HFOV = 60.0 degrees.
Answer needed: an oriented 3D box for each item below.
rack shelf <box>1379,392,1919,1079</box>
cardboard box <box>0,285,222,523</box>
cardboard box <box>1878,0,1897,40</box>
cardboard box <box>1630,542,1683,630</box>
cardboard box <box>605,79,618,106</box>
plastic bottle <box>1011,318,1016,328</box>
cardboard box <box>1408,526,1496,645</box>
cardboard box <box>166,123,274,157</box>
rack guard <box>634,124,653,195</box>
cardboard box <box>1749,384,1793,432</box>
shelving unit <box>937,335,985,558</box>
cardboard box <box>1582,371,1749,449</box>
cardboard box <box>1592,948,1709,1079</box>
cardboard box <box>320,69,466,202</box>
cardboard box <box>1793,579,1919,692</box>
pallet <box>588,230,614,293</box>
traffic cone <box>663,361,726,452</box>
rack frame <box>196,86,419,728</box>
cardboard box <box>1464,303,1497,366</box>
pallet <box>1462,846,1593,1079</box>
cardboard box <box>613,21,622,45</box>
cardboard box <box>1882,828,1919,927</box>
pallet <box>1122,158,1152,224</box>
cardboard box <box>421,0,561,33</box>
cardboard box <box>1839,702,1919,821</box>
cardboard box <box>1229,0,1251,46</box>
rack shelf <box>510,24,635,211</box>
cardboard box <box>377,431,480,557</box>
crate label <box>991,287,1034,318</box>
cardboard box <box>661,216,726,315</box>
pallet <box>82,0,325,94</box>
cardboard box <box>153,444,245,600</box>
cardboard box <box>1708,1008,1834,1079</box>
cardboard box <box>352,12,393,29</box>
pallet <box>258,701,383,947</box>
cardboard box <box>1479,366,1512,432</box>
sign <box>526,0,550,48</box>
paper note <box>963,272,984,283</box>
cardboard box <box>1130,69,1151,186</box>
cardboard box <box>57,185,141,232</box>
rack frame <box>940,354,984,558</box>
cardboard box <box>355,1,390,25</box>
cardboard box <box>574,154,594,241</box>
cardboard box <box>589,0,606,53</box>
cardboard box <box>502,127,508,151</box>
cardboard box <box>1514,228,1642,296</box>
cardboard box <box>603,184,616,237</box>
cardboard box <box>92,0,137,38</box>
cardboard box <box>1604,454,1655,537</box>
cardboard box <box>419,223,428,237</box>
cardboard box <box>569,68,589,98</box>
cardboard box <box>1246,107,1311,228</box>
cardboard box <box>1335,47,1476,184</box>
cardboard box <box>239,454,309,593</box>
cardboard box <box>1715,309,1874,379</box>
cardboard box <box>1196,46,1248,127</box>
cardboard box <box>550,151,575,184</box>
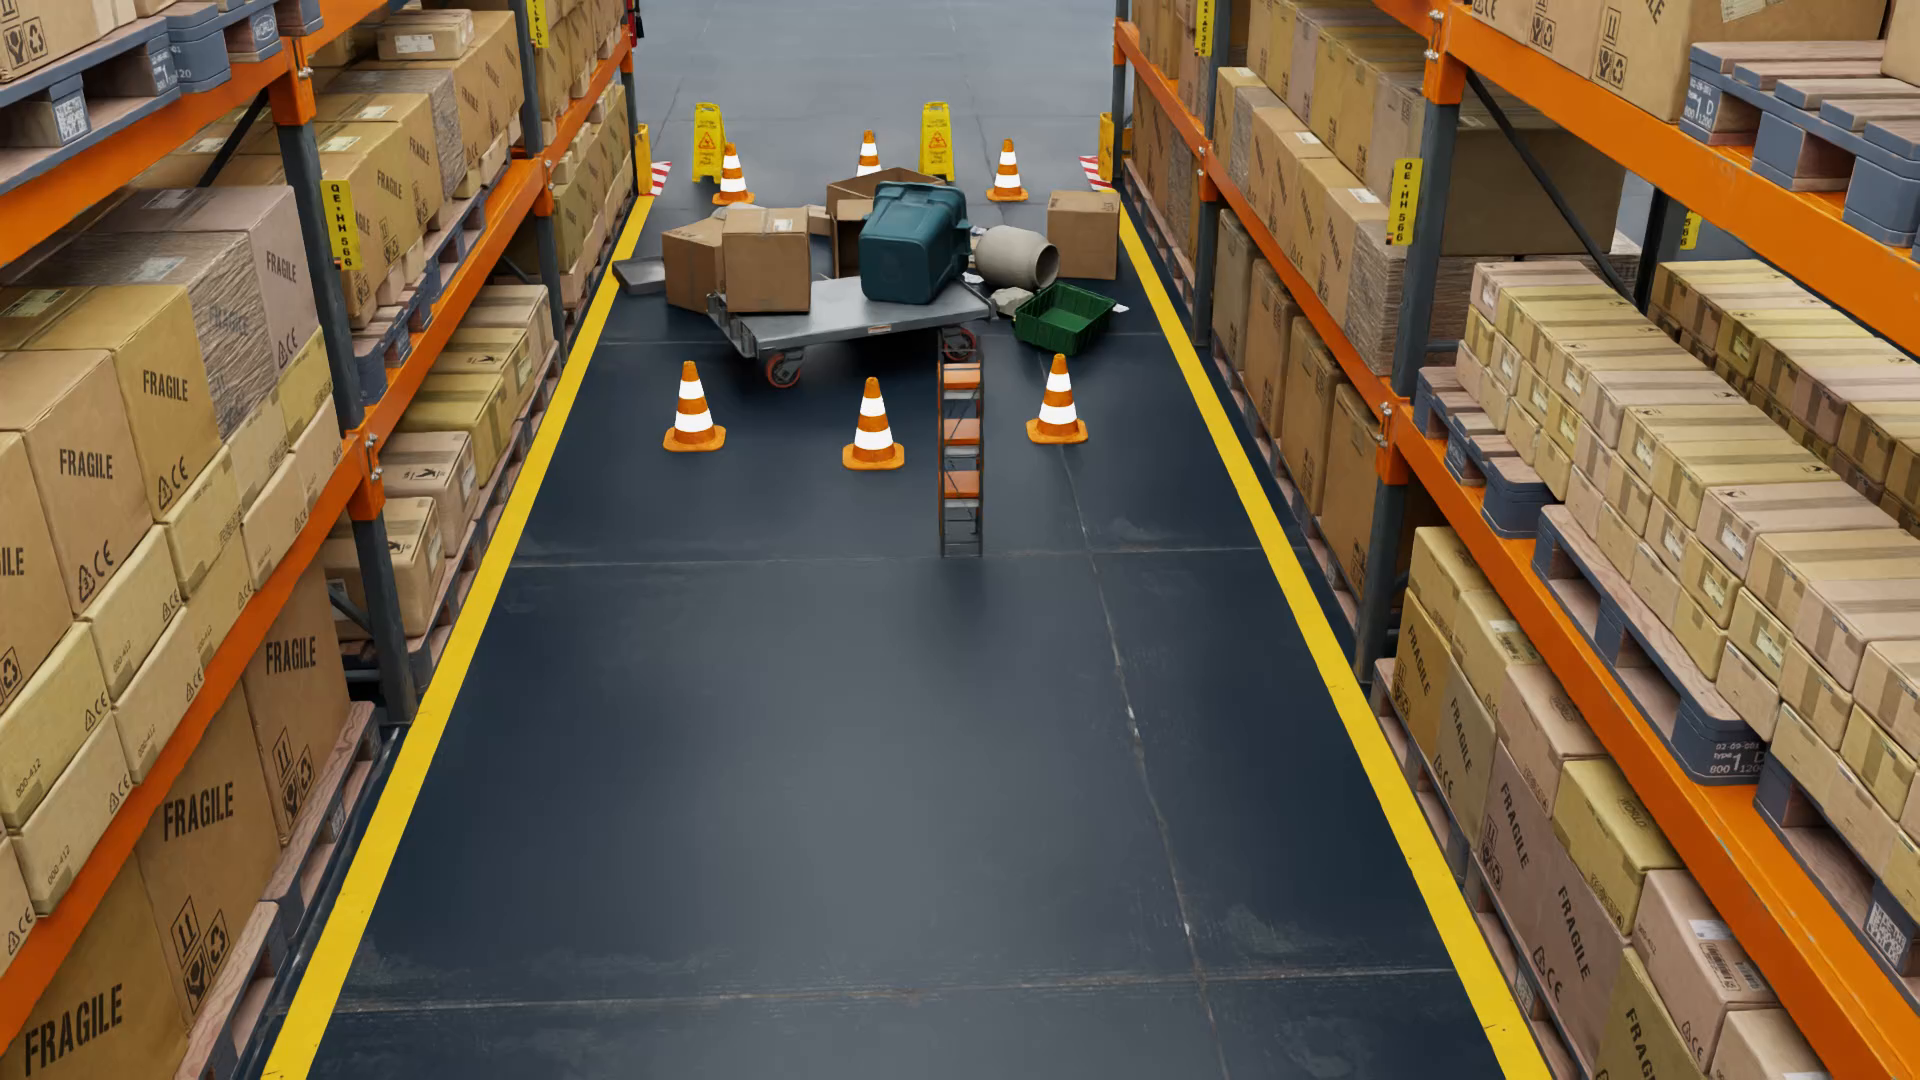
[{"bbox_3d":[2.300,0.492,4.842,1.077,0.370,4.000,-1,28,-3],"label":"rack shelf"},{"bbox_3d":[-2.400,-0.374,4.534,0.500,0.500,0.500,-1,28,-3],"label":"cardboard box"},{"bbox_3d":[2.541,-1.406,4.350,0.500,0.500,0.500,-1,28,-3],"label":"cardboard box"},{"bbox_3d":[2.101,0.118,4.597,0.380,0.149,0.250,-2,28,-4],"label":"cardboard box"},{"bbox_3d":[-2.771,-3.335,12.407,0.380,0.149,0.250,-1,28,-1],"label":"cardboard box"},{"bbox_3d":[0.466,-1.386,10.842,0.133,0.061,0.283,-17,32,-29],"label":"plastic bottle"},{"bbox_3d":[1.990,0.163,6.132,0.500,0.250,0.500,-3,28,-5],"label":"cardboard box"},{"bbox_3d":[-3.081,-1.389,6.785,0.500,0.500,0.500,-2,28,-3],"label":"cardboard box"},{"bbox_3d":[-3.156,-3.136,13.722,1.175,0.500,0.348,-1,28,-3],"label":"rack guard"},{"bbox_3d":[2.721,-0.380,5.231,0.380,0.149,0.250,-1,28,-3],"label":"cardboard box"},{"bbox_3d":[0.003,-0.441,7.960,0.215,1.050,0.252,-1,28,-3],"label":"shelving unit"},{"bbox_3d":[2.081,-0.387,4.922,0.380,0.149,0.250,0,28,0],"label":"cardboard box"},{"bbox_3d":[2.088,1.446,4.483,0.500,0.500,0.500,-2,28,-4],"label":"cardboard box"},{"bbox_3d":[-2.621,-1.877,7.722,0.500,0.500,0.500,-2,28,-5],"label":"cardboard box"},{"bbox_3d":[2.149,0.212,3.773,0.380,0.149,0.250,-1,28,-3],"label":"cardboard box"},{"bbox_3d":[-3.088,-2.070,11.990,1.003,0.211,1.213,-1,28,-3],"label":"pallet"},{"bbox_3d":[-1.488,-0.768,9.223,0.336,0.463,0.334,-1,28,-3],"label":"traffic cone"},{"bbox_3d":[-2.742,-0.585,6.128,1.000,3.000,0.127,-1,28,-3],"label":"rack frame"},{"bbox_3d":[2.021,-0.730,5.901,0.380,0.149,0.250,0,28,0],"label":"cardboard box"},{"bbox_3d":[2.296,1.408,5.321,1.003,0.211,1.213,-1,28,-3],"label":"pallet"},{"bbox_3d":[-2.803,-3.886,12.729,0.380,0.149,0.250,-2,28,-3],"label":"cardboard box"},{"bbox_3d":[2.172,0.723,3.438,0.380,0.149,0.250,-1,28,-2],"label":"cardboard box"},{"bbox_3d":[1.898,-2.842,13.470,1.003,0.211,1.213,-1,28,-3],"label":"pallet"},{"bbox_3d":[-2.757,-3.260,9.746,0.700,0.500,0.500,-2,28,-3],"label":"cardboard box"},{"bbox_3d":[2.162,0.474,3.593,0.380,0.149,0.250,0,28,0],"label":"cardboard box"},{"bbox_3d":[2.002,-3.315,10.032,0.875,0.550,0.550,-1,28,-3],"label":"cardboard box"},{"bbox_3d":[-3.055,-3.037,11.607,1.077,0.370,4.000,-1,28,-3],"label":"rack shelf"},{"bbox_3d":[-2.808,-0.208,7.792,0.950,0.372,0.625,-2,28,-4],"label":"cardboard box"},{"bbox_3d":[0.352,-1.599,11.168,0.298,0.136,0.250,-23,35,-37],"label":"crate label"},{"bbox_3d":[-1.648,-1.852,11.259,0.500,0.500,0.500,19,33,32],"label":"cardboard box"},{"bbox_3d":[-2.655,-1.535,4.910,1.213,0.211,1.003,0,28,0],"label":"pallet"},{"bbox_3d":[-2.385,-0.050,4.723,0.500,0.250,0.500,-2,28,-4],"label":"cardboard box"},{"bbox_3d":[2.113,1.348,3.860,0.500,0.250,0.500,-2,28,-4],"label":"cardboard box"},{"bbox_3d":[-3.213,-2.571,9.052,0.500,0.500,0.500,-1,28,-1],"label":"cardboard box"},{"bbox_3d":[-2.776,1.018,6.071,1.003,0.211,1.213,-1,28,-3],"label":"pallet"},{"bbox_3d":[2.032,-0.490,5.764,0.380,0.149,0.250,0,28,0],"label":"cardboard box"},{"bbox_3d":[-2.397,-2.960,9.430,0.100,0.325,0.005,-1,28,-3],"label":"sign"},{"bbox_3d":[0.089,-1.861,11.794,0.172,0.023,0.155,8,29,15],"label":"paper note"},{"bbox_3d":[1.880,-3.378,13.327,0.875,0.875,0.875,-1,28,-2],"label":"cardboard box"},{"bbox_3d":[-2.960,-0.839,5.425,0.500,0.500,0.500,-2,28,-4],"label":"cardboard box"},{"bbox_3d":[0.009,-0.384,7.852,0.200,1.050,0.008,-1,28,-3],"label":"rack frame"},{"bbox_3d":[-3.279,-2.856,8.897,0.380,0.149,0.250,-1,28,-3],"label":"cardboard box"},{"bbox_3d":[-2.752,-2.257,11.043,0.500,0.500,0.500,0,28,-1],"label":"cardboard box"},{"bbox_3d":[-2.812,-3.749,11.765,0.500,0.500,0.500,-2,28,-3],"label":"cardboard box"},{"bbox_3d":[-2.652,-2.154,8.953,0.380,0.149,0.250,-2,28,-4],"label":"cardboard box"},{"bbox_3d":[2.442,-1.009,6.833,0.500,0.500,0.500,-1,28,-2],"label":"cardboard box"},{"bbox_3d":[-2.797,-2.399,12.124,0.500,0.250,0.500,-2,28,-4],"label":"cardboard box"},{"bbox_3d":[-2.321,-1.414,4.165,0.396,0.266,0.258,-2,28,-4],"label":"cardboard box"},{"bbox_3d":[2.089,-0.135,4.761,0.380,0.149,0.250,-2,28,-3],"label":"cardboard box"},{"bbox_3d":[-2.661,-1.439,7.584,0.380,0.149,0.250,0,28,-1],"label":"cardboard box"},{"bbox_3d":[-2.704,-3.065,11.154,0.380,0.149,0.250,-1,28,-2],"label":"cardboard box"},{"bbox_3d":[1.796,-1.929,8.597,0.500,0.500,0.500,-2,28,-3],"label":"cardboard box"},{"bbox_3d":[2.126,-1.917,7.492,0.700,0.500,0.500,-2,28,-3],"label":"cardboard box"},{"bbox_3d":[-2.414,-0.055,5.275,0.500,0.250,0.500,-1,28,-2],"label":"cardboard box"},{"bbox_3d":[2.704,-0.637,5.402,0.380,0.149,0.250,-1,28,-1],"label":"cardboard box"},{"bbox_3d":[1.956,-2.835,10.279,0.875,0.550,0.550,-1,28,-3],"label":"cardboard box"},{"bbox_3d":[-2.659,-2.357,10.533,0.380,0.149,0.250,-1,28,-2],"label":"cardboard box"}]
